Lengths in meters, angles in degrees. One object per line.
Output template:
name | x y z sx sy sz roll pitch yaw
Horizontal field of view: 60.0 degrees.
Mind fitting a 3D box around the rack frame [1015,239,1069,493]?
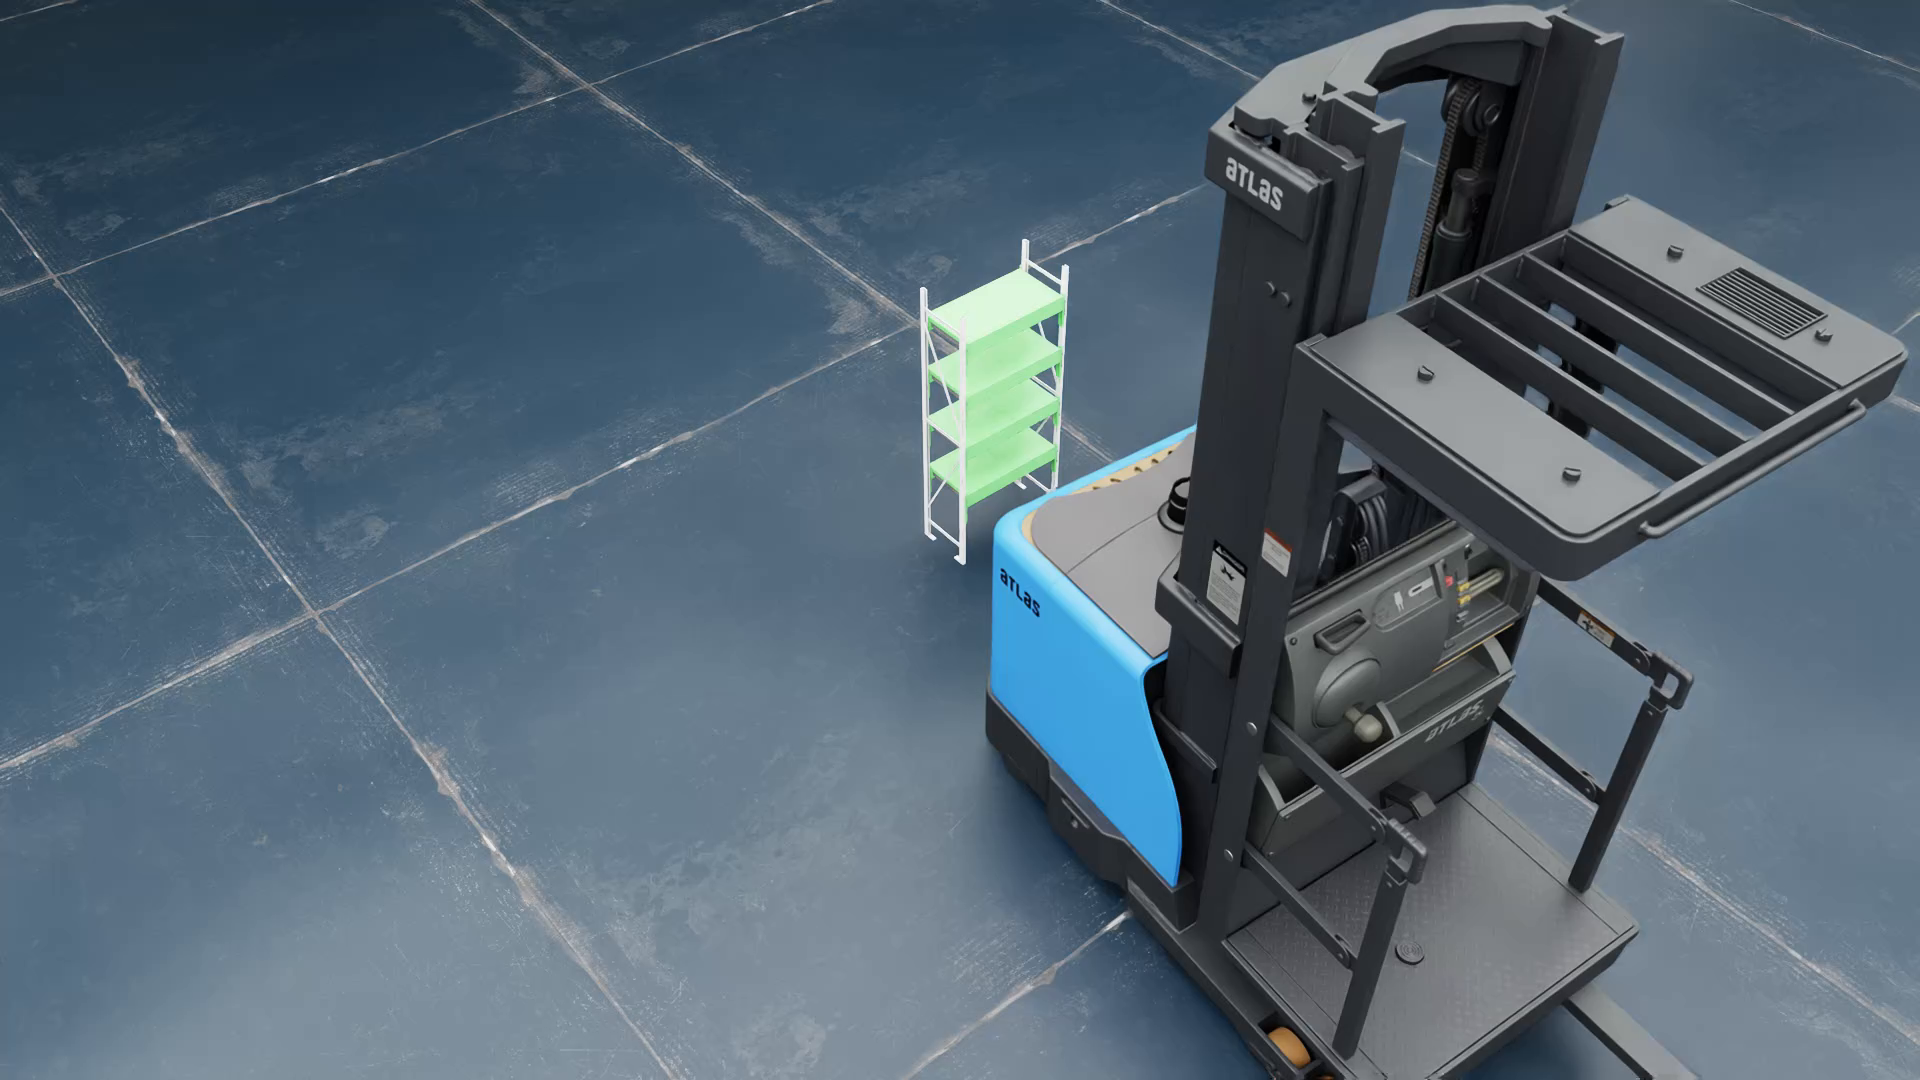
rack frame | 0.314 -0.617 6.531 0.015 1.200 0.240 -30 51 -28

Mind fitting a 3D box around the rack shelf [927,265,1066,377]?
rack shelf | 0.127 -0.813 6.132 0.480 0.148 0.258 -30 51 -28

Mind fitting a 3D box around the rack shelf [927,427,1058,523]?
rack shelf | 0.127 -0.289 6.625 0.480 0.148 0.258 -30 51 -28

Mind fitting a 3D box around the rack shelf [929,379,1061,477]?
rack shelf | 0.127 -0.463 6.460 0.480 0.148 0.258 -30 51 -28

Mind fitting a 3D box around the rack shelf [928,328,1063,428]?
rack shelf | 0.127 -0.638 6.296 0.480 0.148 0.258 -30 51 -28

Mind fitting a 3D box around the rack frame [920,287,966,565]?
rack frame | -0.060 -0.403 6.303 0.015 1.200 0.240 -30 51 -28

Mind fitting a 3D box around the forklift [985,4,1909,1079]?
forklift | 1.337 0.294 4.296 1.130 2.935 3.031 -25 49 -24

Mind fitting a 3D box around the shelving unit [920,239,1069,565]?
shelving unit | 0.127 -0.510 6.417 0.503 1.200 0.258 -30 51 -28
